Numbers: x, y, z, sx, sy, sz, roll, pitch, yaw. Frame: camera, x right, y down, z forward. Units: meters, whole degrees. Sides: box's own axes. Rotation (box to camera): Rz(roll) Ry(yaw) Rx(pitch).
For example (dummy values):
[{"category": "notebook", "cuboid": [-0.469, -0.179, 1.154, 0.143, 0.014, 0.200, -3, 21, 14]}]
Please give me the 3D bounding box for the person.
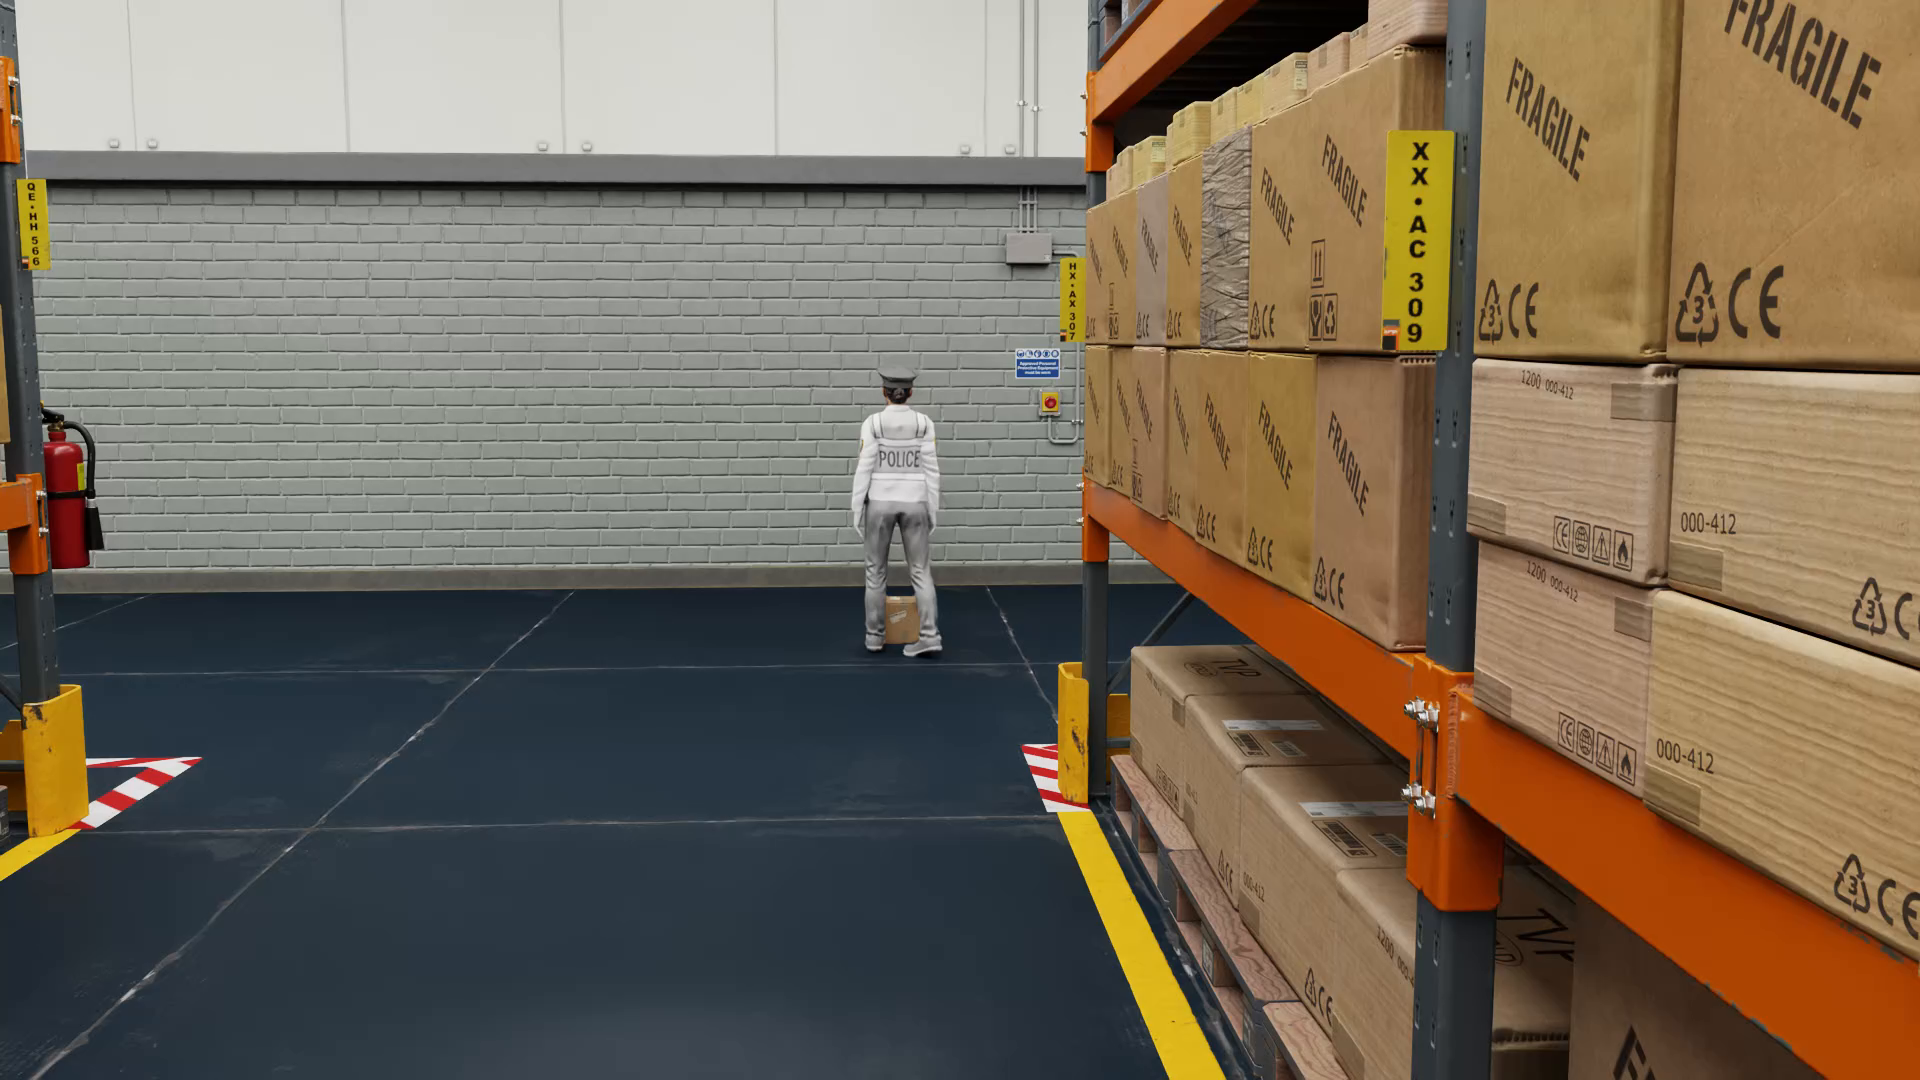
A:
[{"category": "person", "cuboid": [-0.385, -0.175, 9.622, 0.509, 1.689, 0.538, -1, 7, -12]}]
